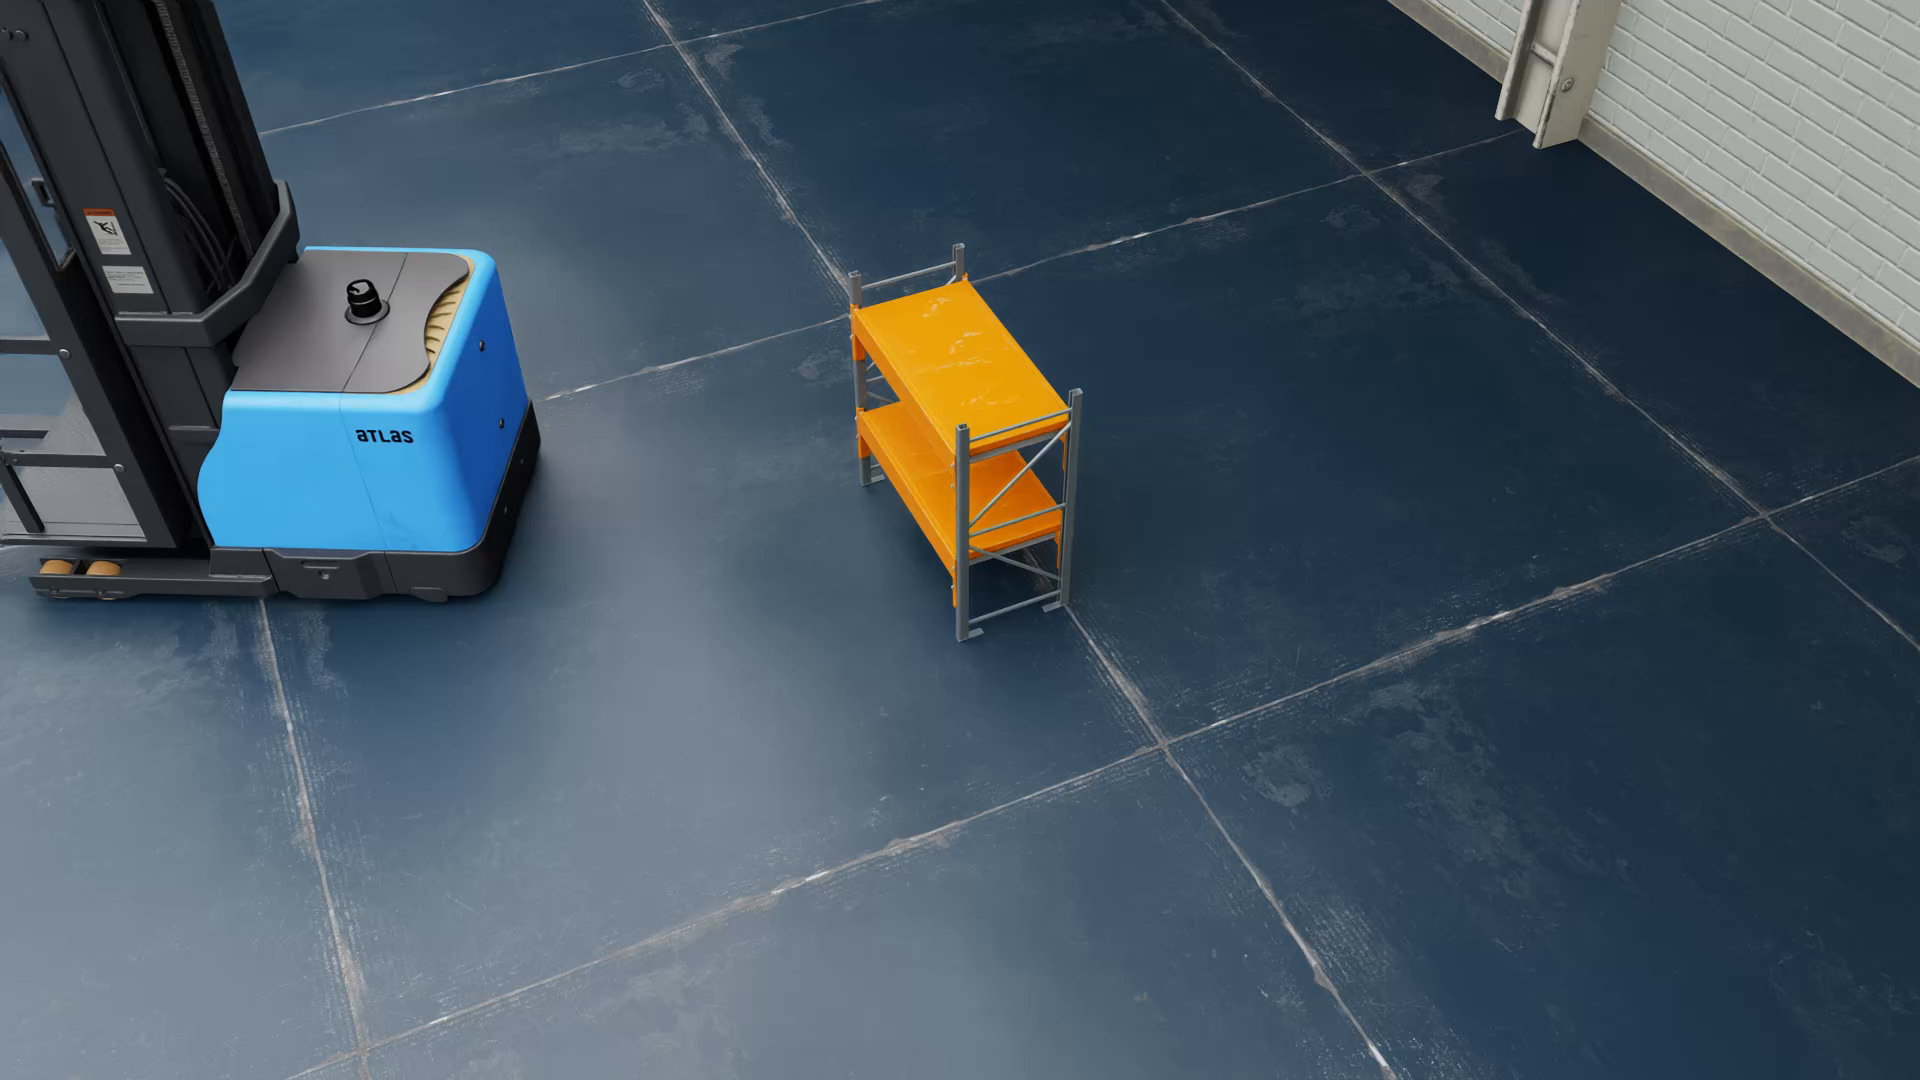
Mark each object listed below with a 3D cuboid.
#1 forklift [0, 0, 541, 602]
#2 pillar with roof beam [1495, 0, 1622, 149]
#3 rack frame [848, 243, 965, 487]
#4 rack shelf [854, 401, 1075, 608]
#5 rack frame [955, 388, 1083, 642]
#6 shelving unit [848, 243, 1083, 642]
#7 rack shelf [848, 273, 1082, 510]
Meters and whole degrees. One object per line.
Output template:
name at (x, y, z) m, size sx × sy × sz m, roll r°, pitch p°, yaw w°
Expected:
forklift at (-3.409, -1.167, 6.215) m, size 3.031 × 2.935 × 1.130 m, roll 1°, pitch 45°, yaw 1°
pillar with roof beam at (-0.600, -4.299, 5.069) m, size 9.100 × 9.000 × 0.400 m, roll -18°, pitch 47°, yaw -17°
rack frame at (-0.211, -0.720, 7.048) m, size 0.500 × 1.125 × 0.032 m, roll -18°, pitch 47°, yaw -17°
rack shelf at (0.003, -0.222, 6.891) m, size 0.538 × 0.278 × 1.000 m, roll -18°, pitch 47°, yaw -17°
rack frame at (0.217, -0.072, 6.391) m, size 0.500 × 1.125 × 0.032 m, roll -18°, pitch 47°, yaw -17°
shelving unit at (0.003, -0.396, 6.719) m, size 0.538 × 1.125 × 1.048 m, roll -18°, pitch 47°, yaw -17°
rack shelf at (0.003, -0.604, 6.514) m, size 0.538 × 0.278 × 1.000 m, roll -18°, pitch 47°, yaw -17°
